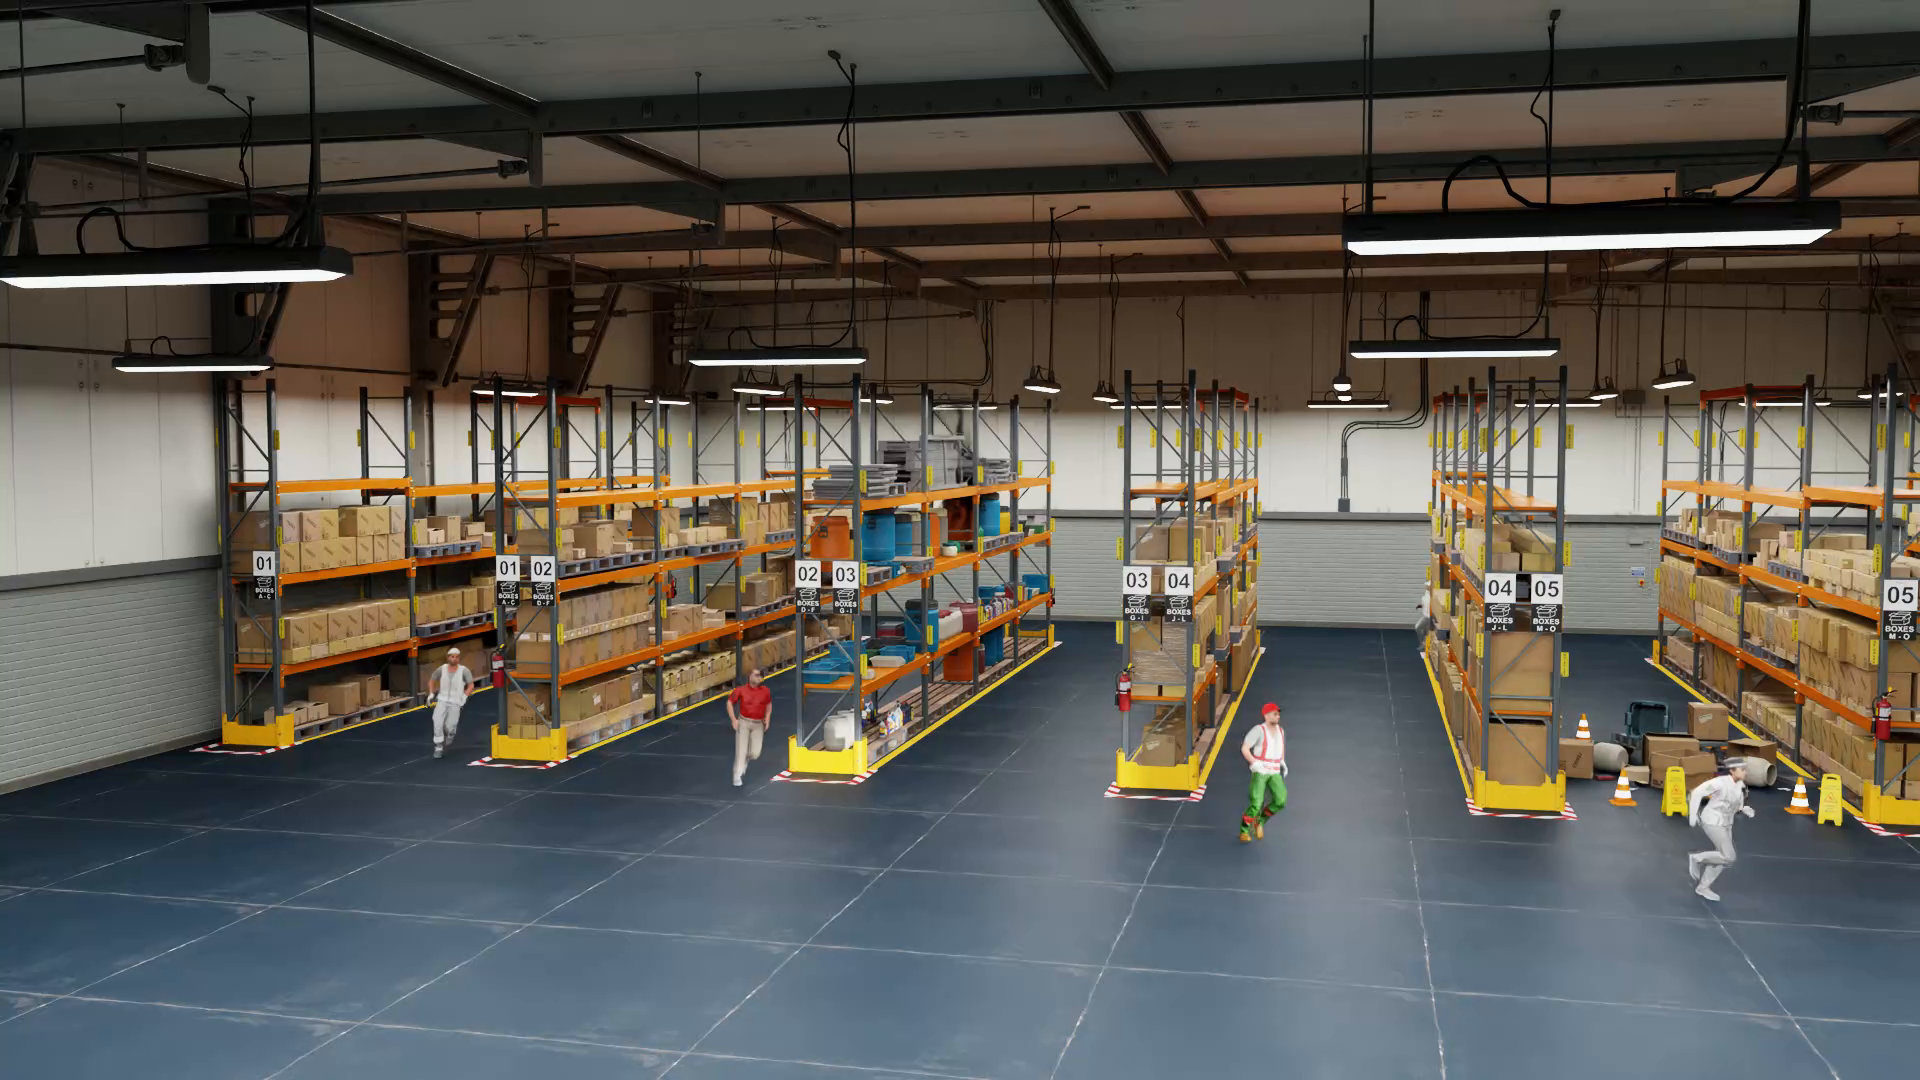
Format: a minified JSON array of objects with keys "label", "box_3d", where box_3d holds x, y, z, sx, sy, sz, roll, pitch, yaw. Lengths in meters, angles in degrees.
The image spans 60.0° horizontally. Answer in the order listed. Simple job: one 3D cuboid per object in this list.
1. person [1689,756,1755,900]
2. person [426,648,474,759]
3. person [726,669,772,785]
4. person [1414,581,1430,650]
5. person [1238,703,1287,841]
[{"label":"person","box_3d":[8.295,3.123,18.106,0.591,1.616,0.670,-3,4,-38]},{"label":"person","box_3d":[-8.083,2.567,26.401,0.702,1.729,0.619,0,3,-6]},{"label":"person","box_3d":[-3.080,2.718,24.408,0.705,1.669,0.547,-2,4,-24]},{"label":"person","box_3d":[11.127,1.798,39.483,0.640,1.753,0.805,0,3,2]},{"label":"person","box_3d":[3.841,2.888,20.680,0.718,1.720,0.565,-2,4,-25]}]
